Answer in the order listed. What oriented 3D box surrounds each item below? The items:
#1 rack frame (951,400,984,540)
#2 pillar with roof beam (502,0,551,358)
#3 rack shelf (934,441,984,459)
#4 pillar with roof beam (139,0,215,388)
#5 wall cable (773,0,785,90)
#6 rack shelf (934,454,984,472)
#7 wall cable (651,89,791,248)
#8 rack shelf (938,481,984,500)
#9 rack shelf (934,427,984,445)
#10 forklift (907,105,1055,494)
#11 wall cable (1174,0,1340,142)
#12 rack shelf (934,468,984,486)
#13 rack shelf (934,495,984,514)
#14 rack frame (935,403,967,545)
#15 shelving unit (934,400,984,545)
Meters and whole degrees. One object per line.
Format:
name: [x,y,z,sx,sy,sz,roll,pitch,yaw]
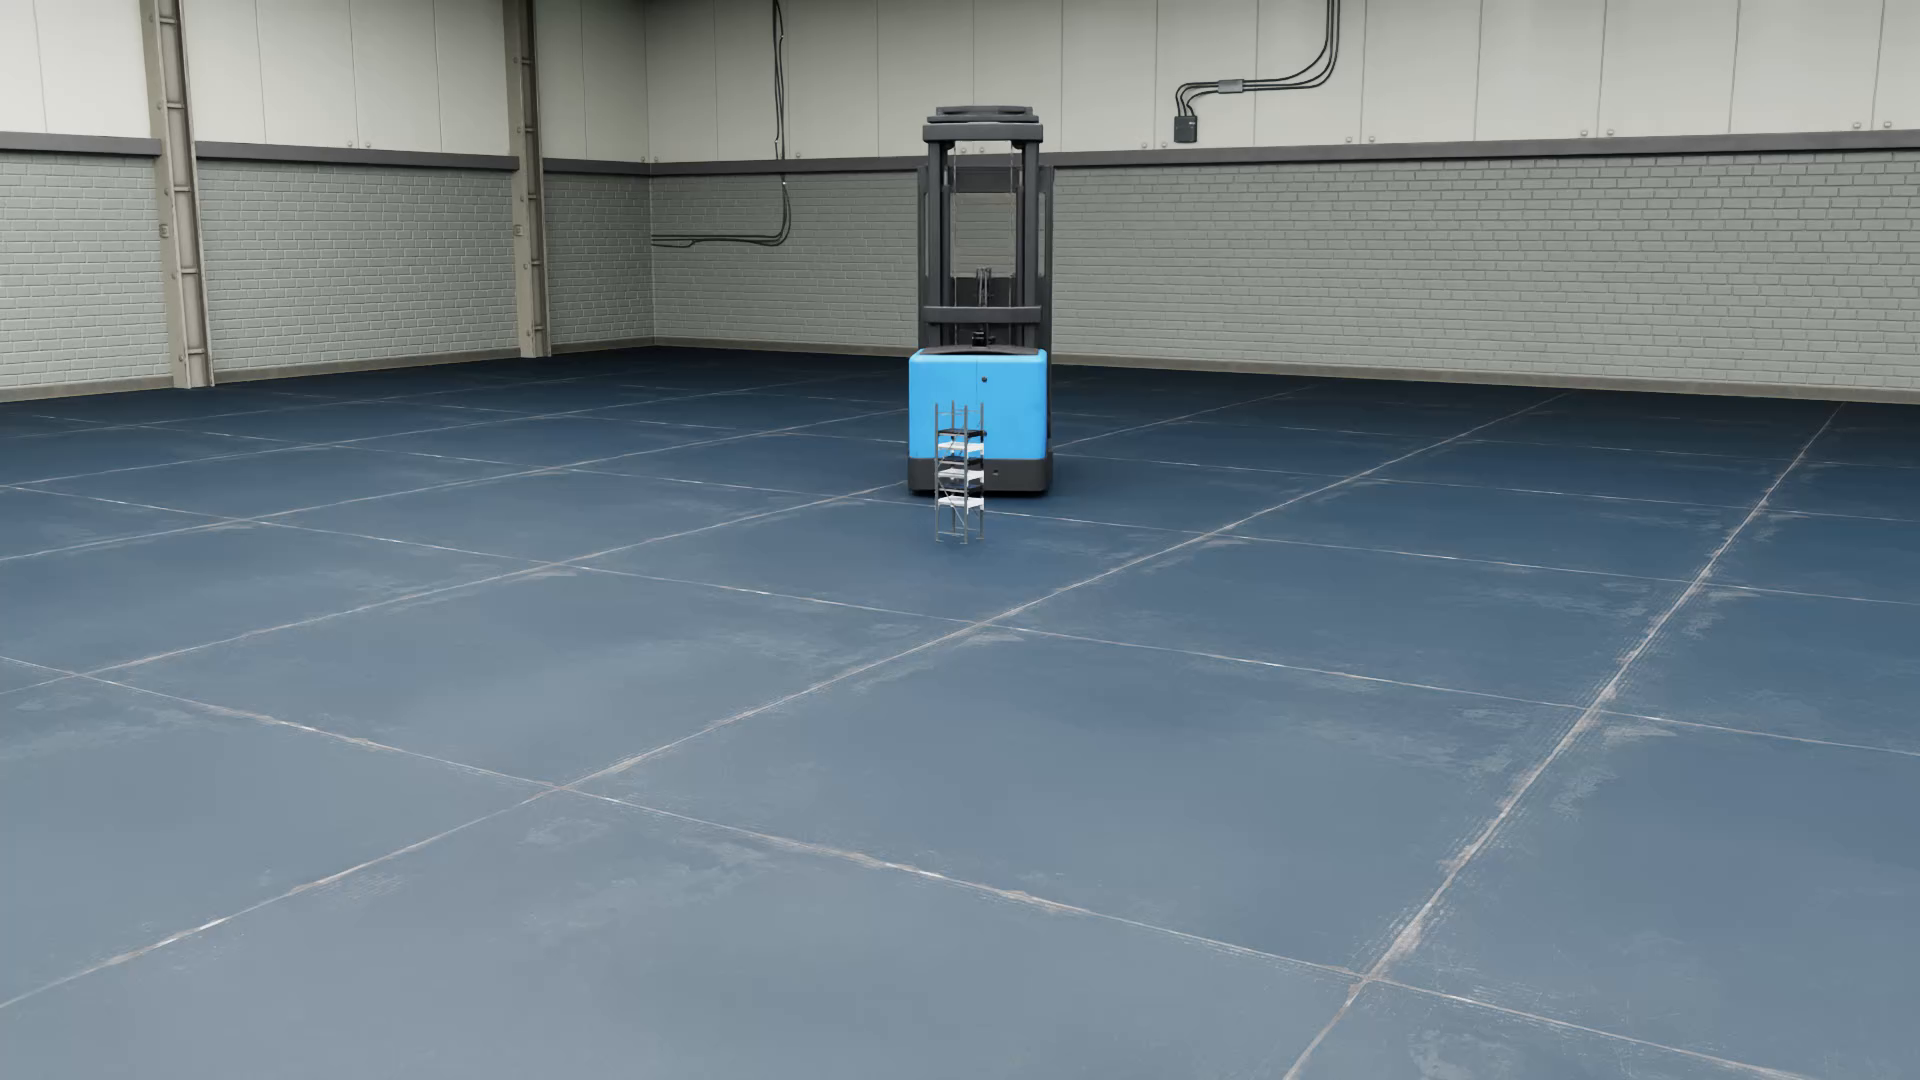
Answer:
rack frame: [0.049,-0.457,10.864,0.240,0.900,0.006,6,12,31]
pillar with roof beam: [-3.076,-6.932,23.441,9.100,9.000,0.400,6,12,31]
rack shelf: [-0.004,-0.585,10.752,0.258,0.077,0.200,6,12,31]
pillar with roof beam: [-6.192,-5.988,18.401,9.100,9.000,0.400,6,12,31]
wall cable: [-1.784,-8.378,25.879,3.097,2.526,0.112,6,12,31]
rack shelf: [-0.004,-0.497,10.769,0.258,0.077,0.200,6,12,31]
wall cable: [-4.096,-6.154,27.724,3.097,2.526,0.112,6,12,31]
rack shelf: [-0.004,-0.320,10.802,0.258,0.077,0.200,6,12,31]
rack shelf: [-0.004,-0.674,10.736,0.258,0.077,0.200,6,12,31]
forklift: [0.219,-2.018,13.685,1.130,2.935,3.031,1,11,4]
wall cable: [4.009,-8.442,22.267,2.305,6.003,0.169,6,12,31]
rack shelf: [-0.004,-0.408,10.785,0.258,0.077,0.200,6,12,31]
rack shelf: [-0.004,-0.231,10.818,0.258,0.077,0.200,6,12,31]
rack frame: [-0.057,-0.425,10.694,0.240,0.900,0.006,6,12,31]
shelving unit: [-0.004,-0.441,10.779,0.258,0.900,0.210,6,12,31]
